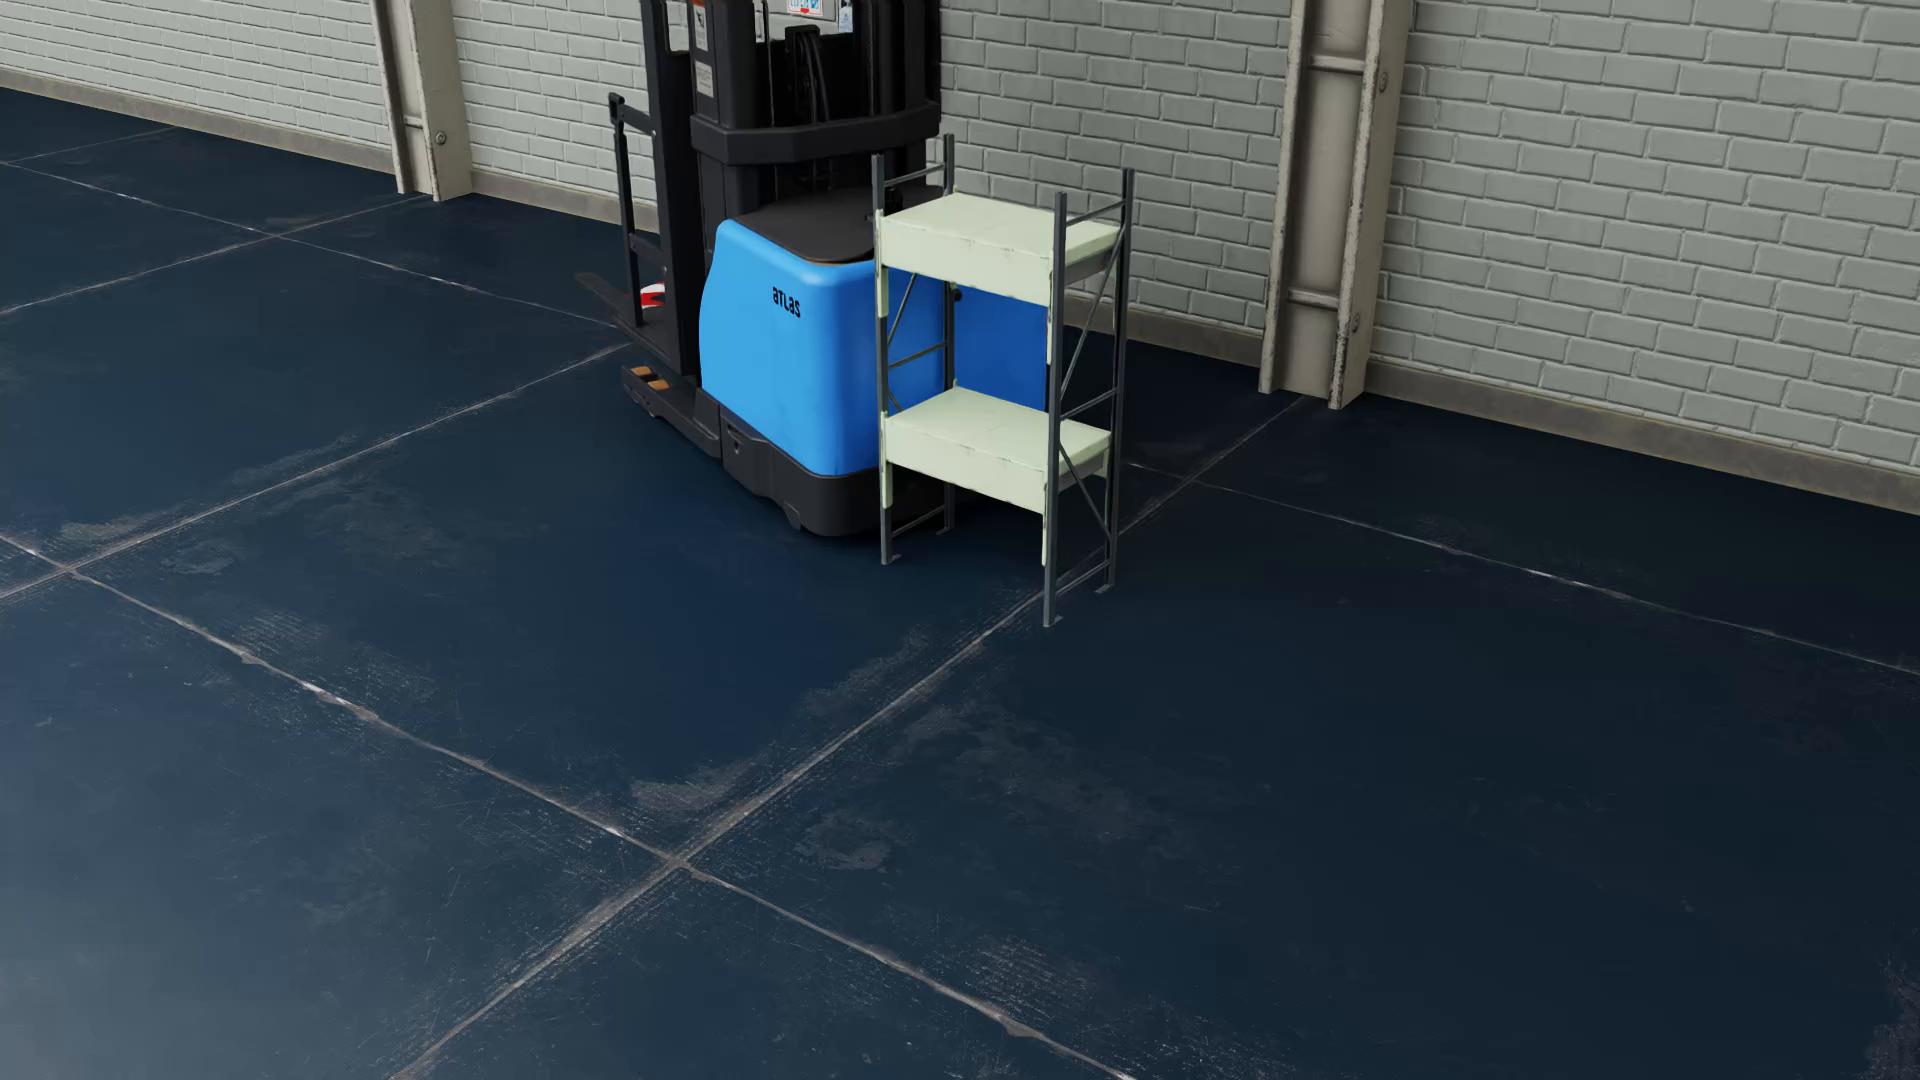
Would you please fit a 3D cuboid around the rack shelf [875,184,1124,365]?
[{"bbox_3d":[0.132,-0.890,5.485,0.720,0.370,0.431,20,33,34],"label":"rack shelf"}]

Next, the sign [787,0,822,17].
[{"bbox_3d":[-0.805,-2.867,8.538,0.234,0.329,0.001,17,32,30],"label":"sign"}]

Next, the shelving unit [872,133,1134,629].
[{"bbox_3d":[0.132,-0.542,5.662,0.755,1.500,0.431,20,33,34],"label":"shelving unit"}]

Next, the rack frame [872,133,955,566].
[{"bbox_3d":[-0.153,-0.646,5.867,0.023,1.500,0.400,20,33,34],"label":"rack frame"}]

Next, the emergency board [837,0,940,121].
[{"bbox_3d":[-0.408,-2.671,8.191,0.643,1.169,0.194,17,32,30],"label":"emergency board"}]

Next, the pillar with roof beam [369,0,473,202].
[{"bbox_3d":[-5.776,-4.627,5.421,0.400,9.000,9.100,17,32,30],"label":"pillar with roof beam"}]

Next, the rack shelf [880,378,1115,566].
[{"bbox_3d":[0.132,-0.252,5.810,0.720,0.370,0.431,20,33,34],"label":"rack shelf"}]

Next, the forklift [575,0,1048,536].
[{"bbox_3d":[-0.857,-1.944,6.839,1.130,2.935,3.031,-16,31,-28],"label":"forklift"}]

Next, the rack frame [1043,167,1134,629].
[{"bbox_3d":[0.417,-0.438,5.458,0.023,1.500,0.400,20,33,34],"label":"rack frame"}]

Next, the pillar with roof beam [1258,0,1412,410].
[{"bbox_3d":[-0.830,-3.086,2.393,0.400,9.000,9.100,17,32,30],"label":"pillar with roof beam"}]
